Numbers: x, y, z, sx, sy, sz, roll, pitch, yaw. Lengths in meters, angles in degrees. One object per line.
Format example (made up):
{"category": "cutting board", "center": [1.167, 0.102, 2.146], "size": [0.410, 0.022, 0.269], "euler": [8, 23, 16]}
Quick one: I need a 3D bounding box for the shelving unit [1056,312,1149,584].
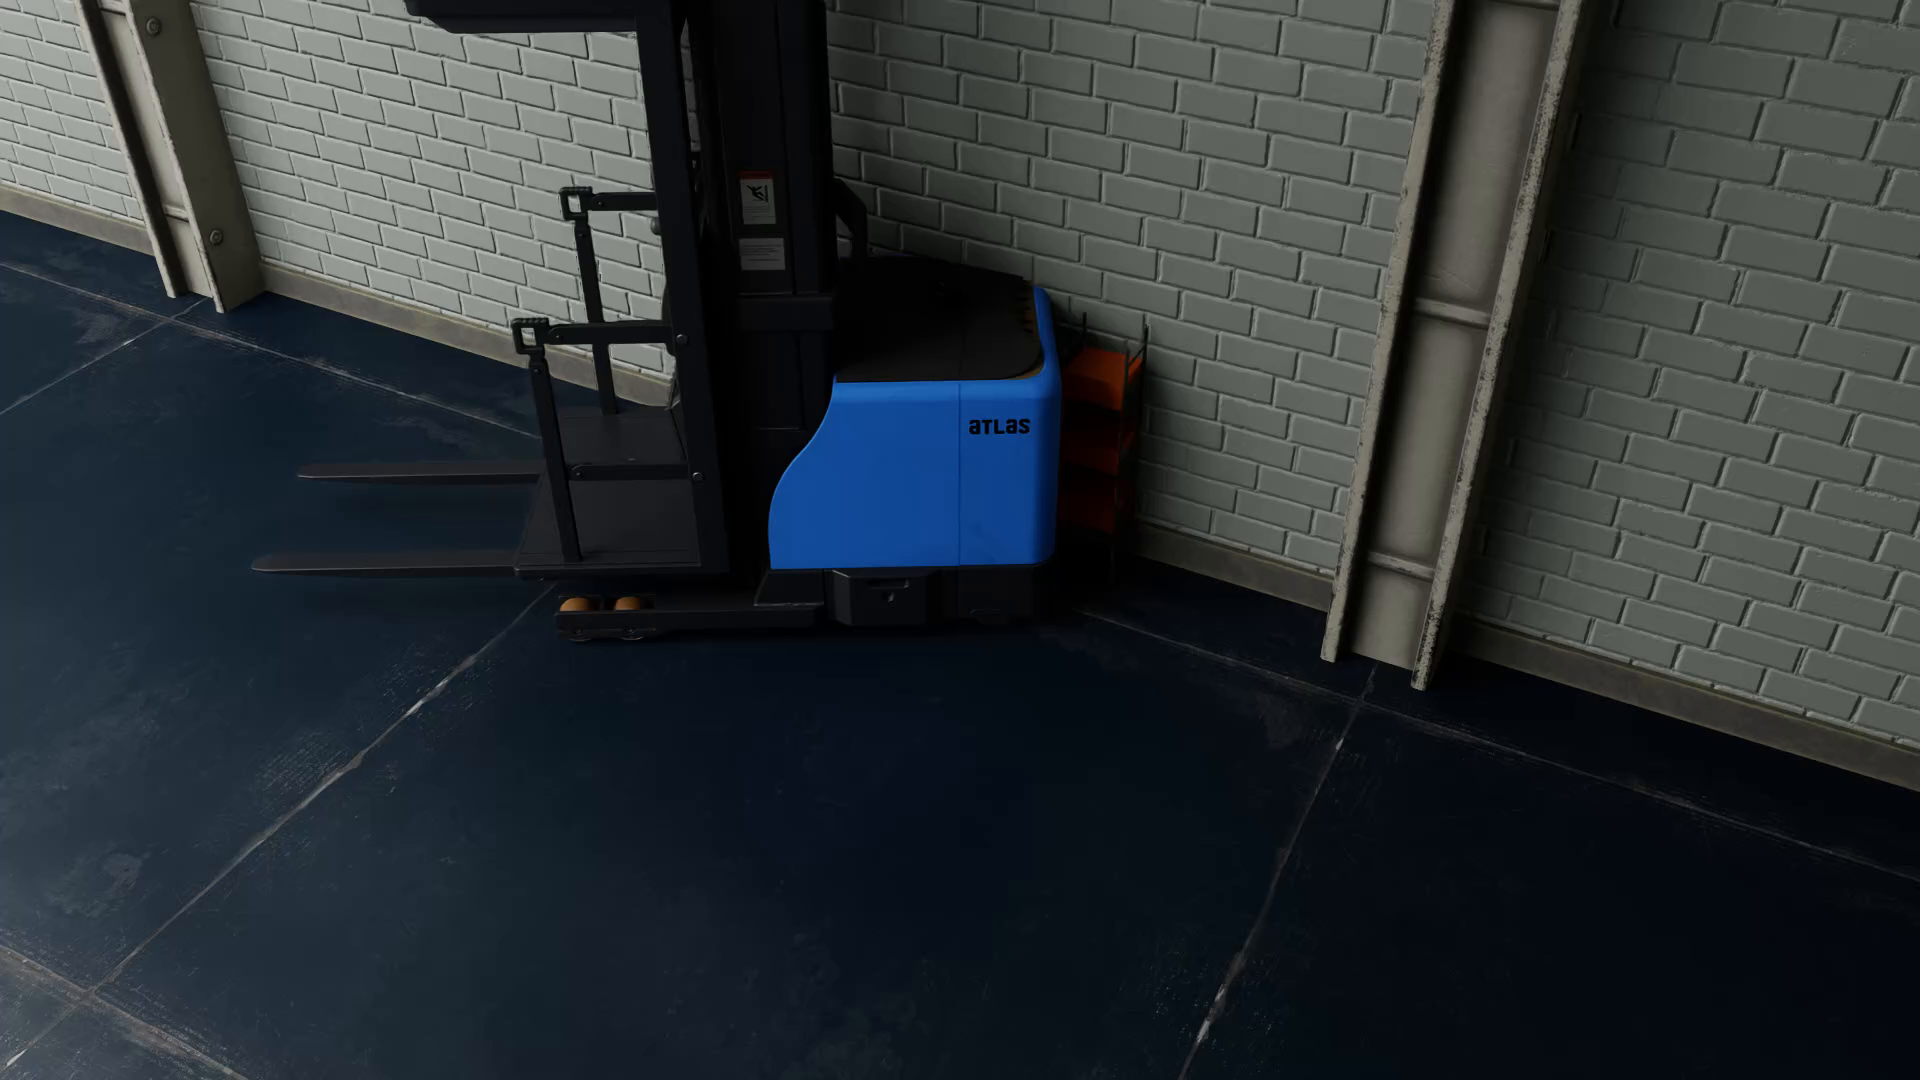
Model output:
{"category": "shelving unit", "center": [0.527, -0.335, 6.323], "size": [0.252, 1.050, 0.215], "euler": [17, 40, 21]}

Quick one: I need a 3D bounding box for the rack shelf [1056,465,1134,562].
{"category": "rack shelf", "center": [0.527, -0.105, 6.497], "size": [0.240, 0.259, 0.215], "euler": [17, 40, 21]}

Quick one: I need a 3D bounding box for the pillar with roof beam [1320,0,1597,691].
{"category": "pillar with roof beam", "center": [-0.396, -0.862, 0.443], "size": [0.400, 9.000, 9.100], "euler": [17, 41, 21]}

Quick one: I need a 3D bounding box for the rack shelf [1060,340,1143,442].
{"category": "rack shelf", "center": [0.527, -0.552, 6.157], "size": [0.240, 0.259, 0.215], "euler": [17, 40, 21]}

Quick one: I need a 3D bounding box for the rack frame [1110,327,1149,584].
{"category": "rack frame", "center": [0.636, -0.301, 6.279], "size": [0.008, 1.050, 0.200], "euler": [17, 40, 21]}

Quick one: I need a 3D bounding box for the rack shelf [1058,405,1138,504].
{"category": "rack shelf", "center": [0.527, -0.326, 6.329], "size": [0.240, 0.259, 0.215], "euler": [17, 40, 21]}

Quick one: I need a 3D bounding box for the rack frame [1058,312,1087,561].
{"category": "rack frame", "center": [0.418, -0.368, 6.366], "size": [0.008, 1.050, 0.200], "euler": [17, 40, 21]}

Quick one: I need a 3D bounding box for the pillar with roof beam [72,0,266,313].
{"category": "pillar with roof beam", "center": [-5.724, -2.530, 2.640], "size": [0.400, 9.000, 9.100], "euler": [17, 41, 21]}

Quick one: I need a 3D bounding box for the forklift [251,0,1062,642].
{"category": "forklift", "center": [-1.161, -1.112, 5.791], "size": [3.031, 2.935, 1.130], "euler": [-1, 37, -1]}
